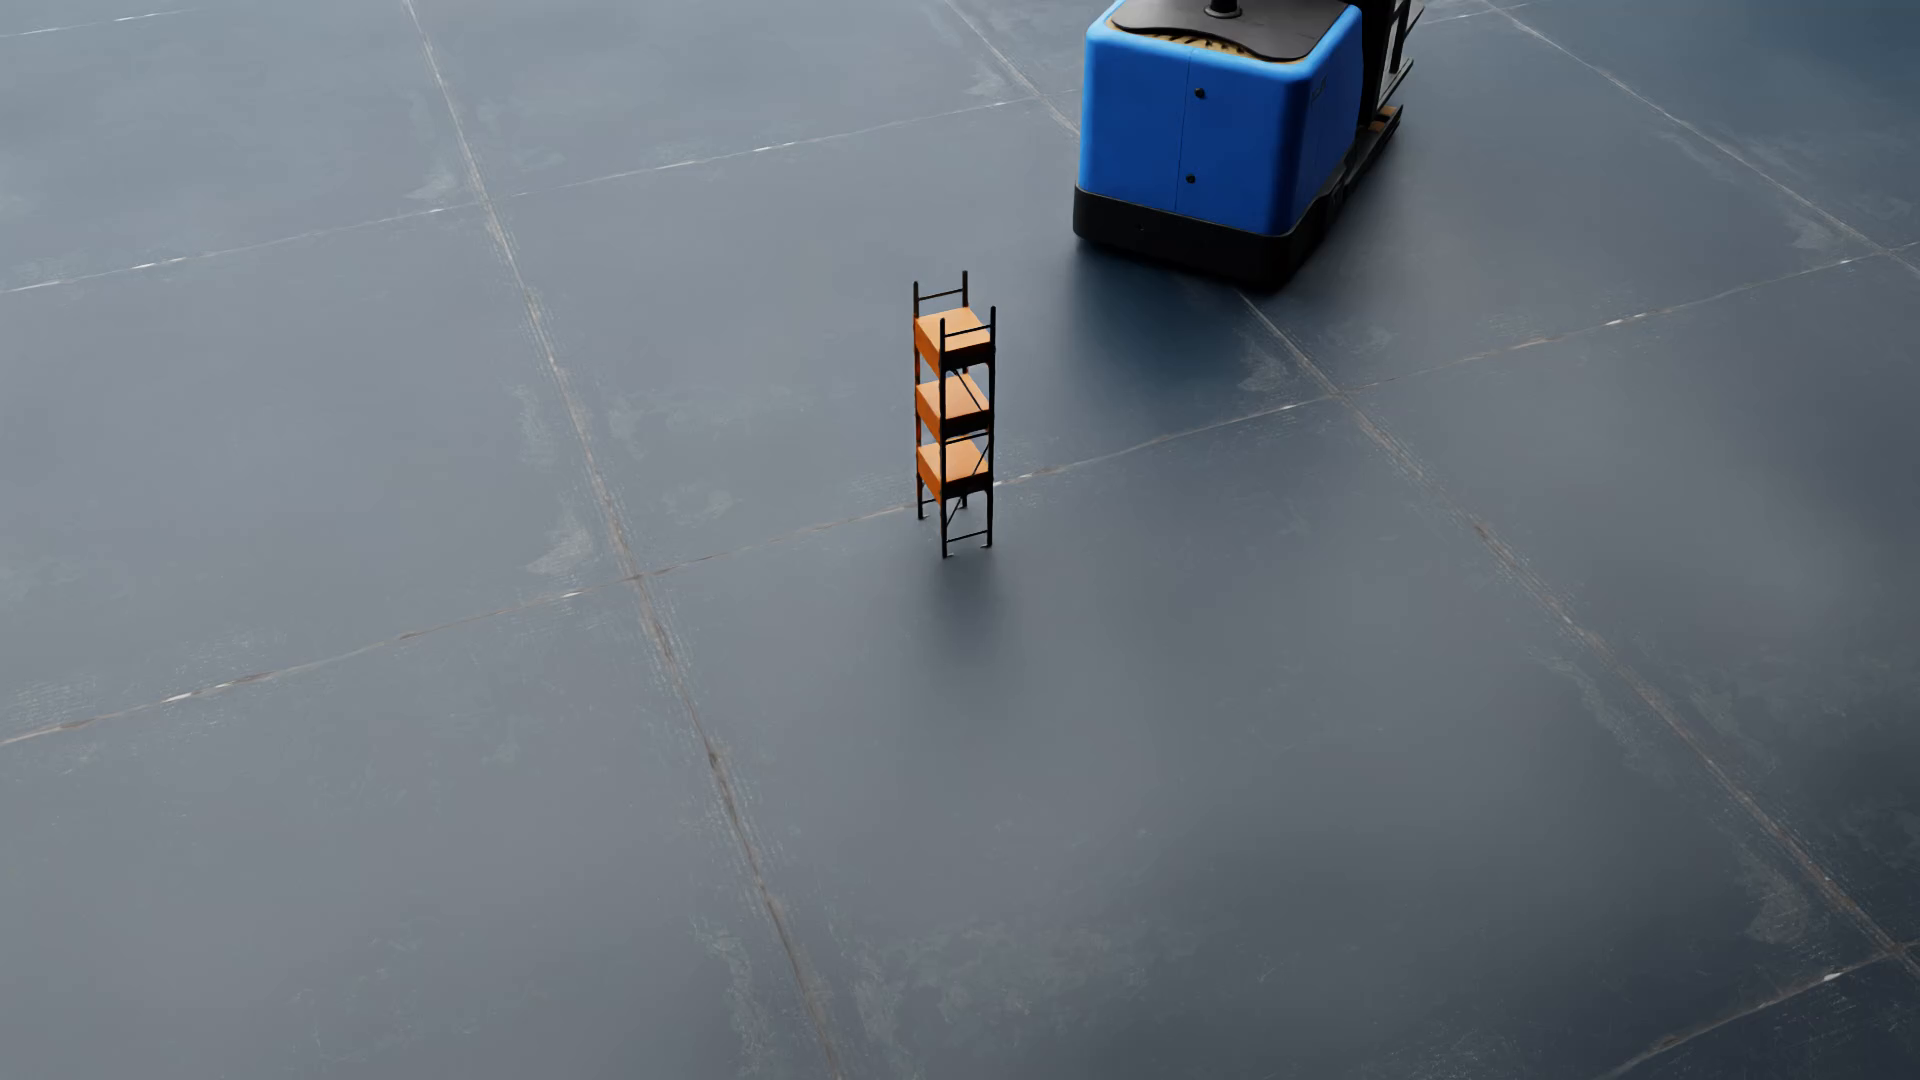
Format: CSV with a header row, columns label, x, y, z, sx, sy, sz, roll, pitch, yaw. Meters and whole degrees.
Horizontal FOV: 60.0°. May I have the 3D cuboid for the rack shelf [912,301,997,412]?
label,x,y,z,sx,sy,sz,roll,pitch,yaw
rack shelf,-0.020,-0.637,5.767,0.215,0.259,0.240,-15,43,-17

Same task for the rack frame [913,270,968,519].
label,x,y,z,sx,sy,sz,roll,pitch,yaw
rack frame,-0.067,-0.504,6.031,0.200,1.050,0.008,-15,43,-17

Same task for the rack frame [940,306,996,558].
label,x,y,z,sx,sy,sz,roll,pitch,yaw
rack frame,0.026,-0.357,5.860,0.200,1.050,0.008,-15,43,-17

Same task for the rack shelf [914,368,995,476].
label,x,y,z,sx,sy,sz,roll,pitch,yaw
rack shelf,-0.020,-0.422,5.952,0.215,0.259,0.240,-15,43,-17

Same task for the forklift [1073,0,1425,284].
label,x,y,z,sx,sy,sz,roll,pitch,yaw
forklift,1.652,-3.219,7.746,1.130,2.935,3.031,18,44,20

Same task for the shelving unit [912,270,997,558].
label,x,y,z,sx,sy,sz,roll,pitch,yaw
shelving unit,-0.020,-0.430,5.945,0.215,1.050,0.252,-15,43,-17

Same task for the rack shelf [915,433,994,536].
label,x,y,z,sx,sy,sz,roll,pitch,yaw
rack shelf,-0.020,-0.212,6.133,0.215,0.259,0.240,-15,43,-17
